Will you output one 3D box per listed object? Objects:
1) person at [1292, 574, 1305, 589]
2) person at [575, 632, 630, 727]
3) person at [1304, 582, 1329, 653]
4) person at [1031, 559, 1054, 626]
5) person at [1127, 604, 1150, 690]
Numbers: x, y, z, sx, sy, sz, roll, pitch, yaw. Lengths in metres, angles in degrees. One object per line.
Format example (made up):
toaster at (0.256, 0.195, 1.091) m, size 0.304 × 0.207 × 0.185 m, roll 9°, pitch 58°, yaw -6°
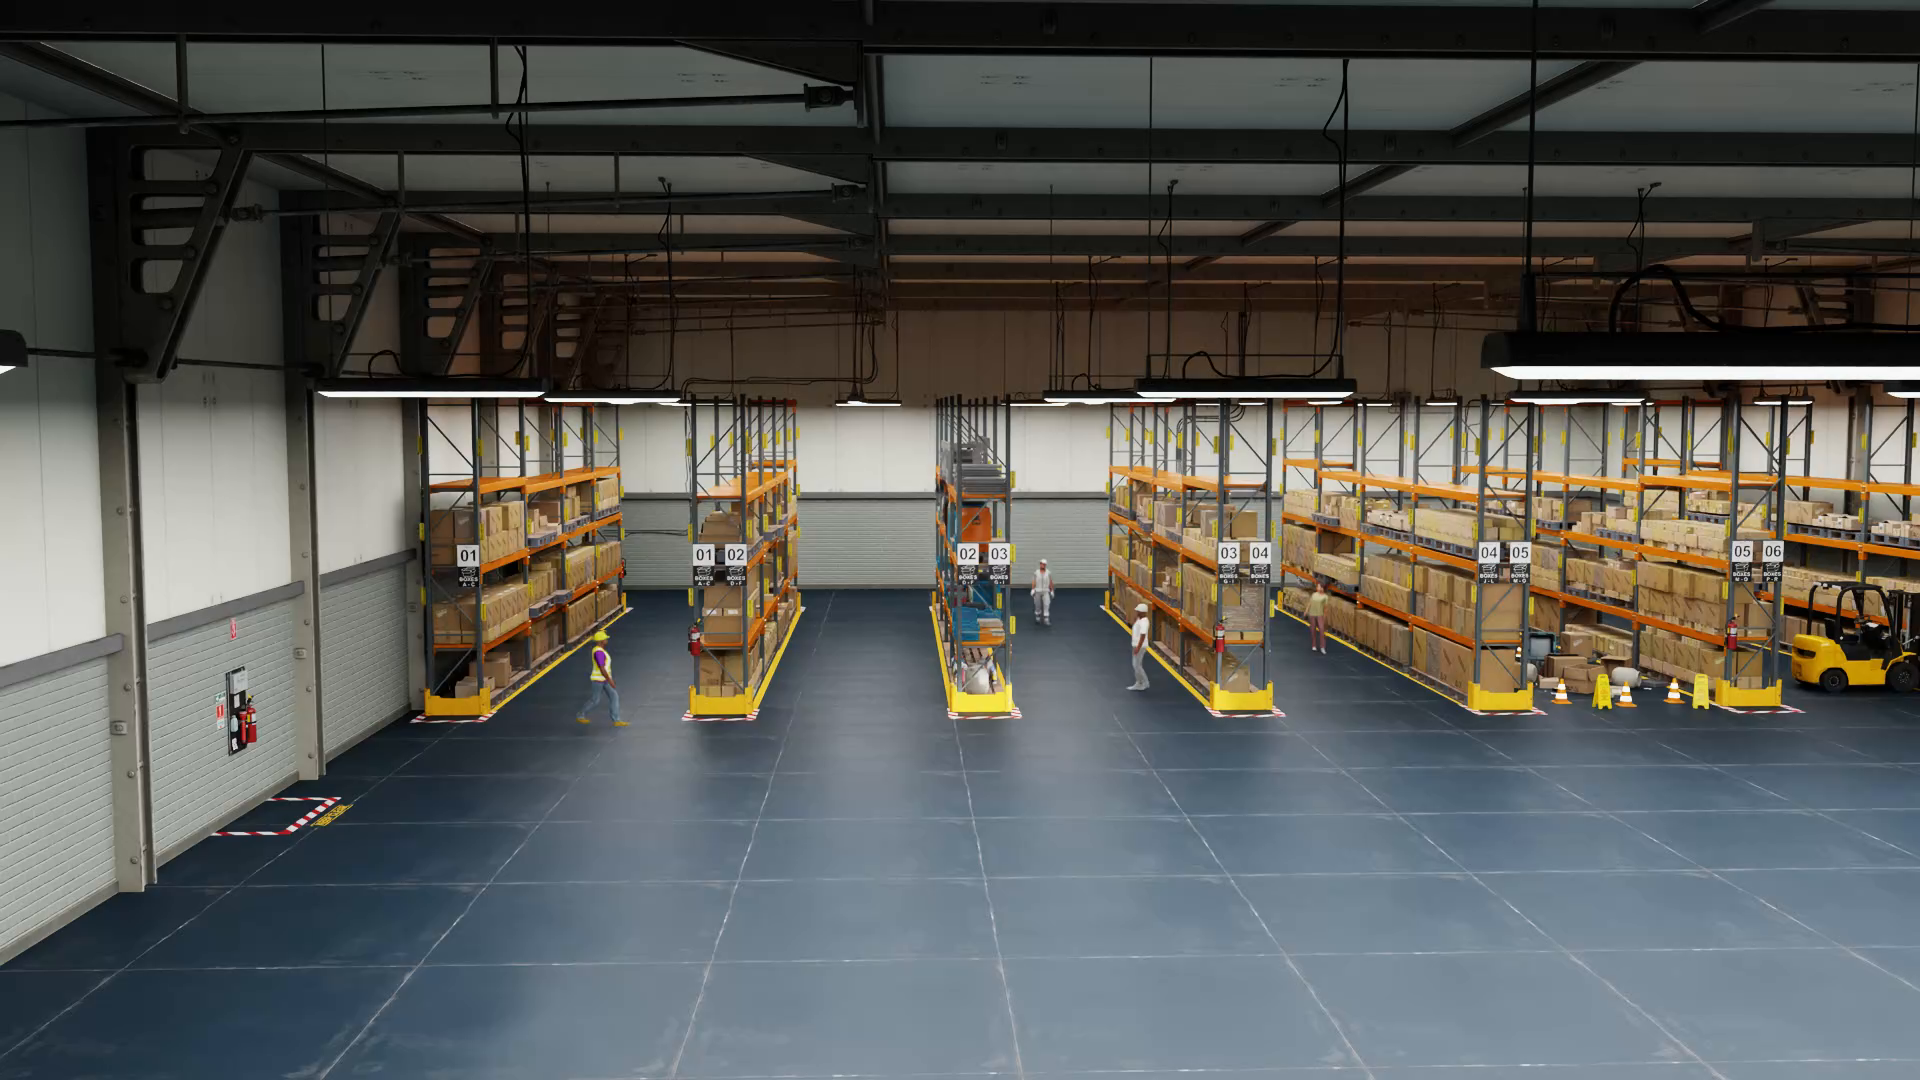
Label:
person at (10.132, 0.928, 49.483) m, size 0.454 × 1.799 × 0.534 m, roll -3°, pitch 5°, yaw -29°
person at (-6.454, 2.515, 29.922) m, size 0.976 × 1.733 × 0.496 m, roll 1°, pitch 5°, yaw 18°
person at (8.399, 1.823, 39.196) m, size 0.567 × 1.620 × 0.718 m, roll 2°, pitch 5°, yaw 24°
person at (2.190, 1.380, 43.956) m, size 0.647 × 1.738 × 1.019 m, roll 0°, pitch 5°, yaw -4°
person at (3.646, 2.176, 33.823) m, size 0.437 × 1.771 × 0.610 m, roll -1°, pitch 5°, yaw -10°
